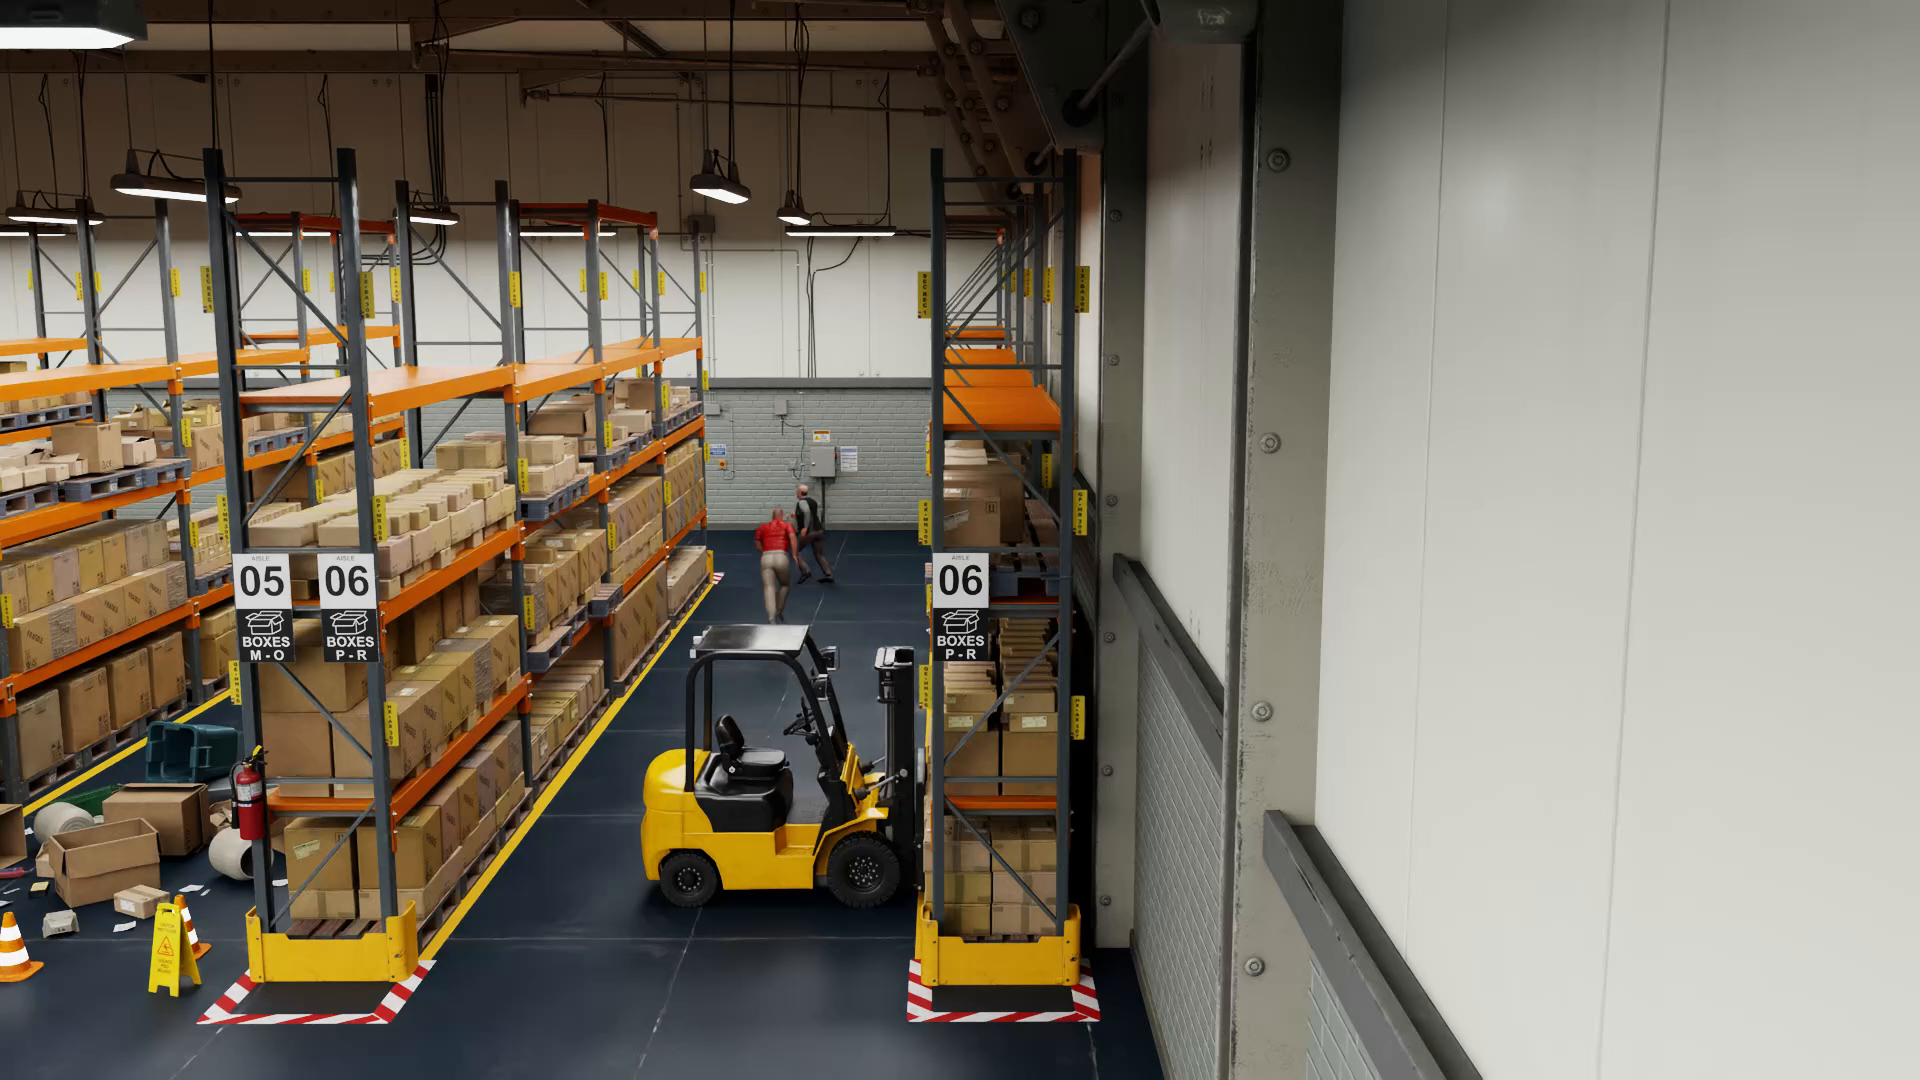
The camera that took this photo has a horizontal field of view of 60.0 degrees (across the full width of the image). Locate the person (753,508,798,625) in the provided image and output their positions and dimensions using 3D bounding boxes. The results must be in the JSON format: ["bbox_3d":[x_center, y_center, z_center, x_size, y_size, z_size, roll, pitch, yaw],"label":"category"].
[{"bbox_3d":[-2.619,0.404,23.382,0.654,1.614,1.041,1,9,4],"label":"person"}]

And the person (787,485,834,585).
[{"bbox_3d":[-2.529,-0.086,27.800,0.962,1.653,0.652,6,11,32],"label":"person"}]
